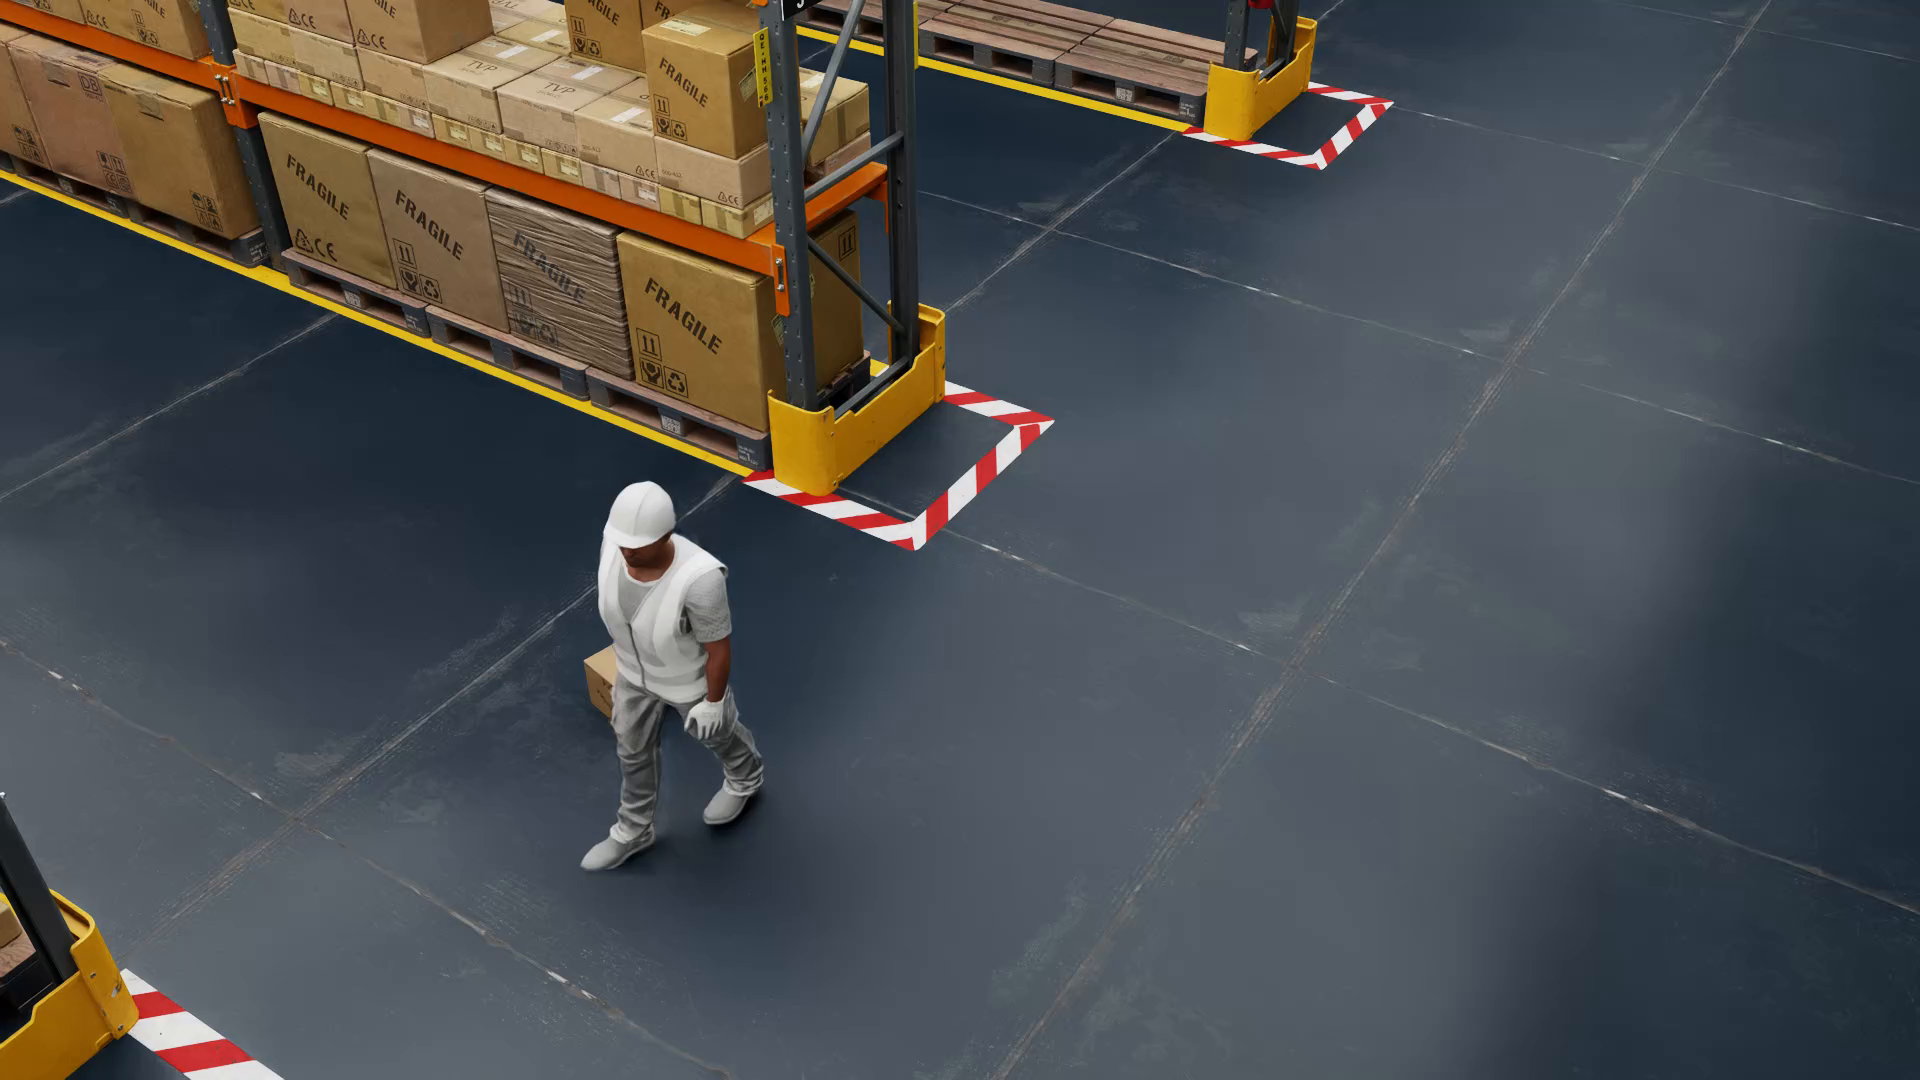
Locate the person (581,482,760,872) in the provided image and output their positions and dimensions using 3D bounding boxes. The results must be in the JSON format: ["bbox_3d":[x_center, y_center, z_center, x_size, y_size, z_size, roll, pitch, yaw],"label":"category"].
[{"bbox_3d":[-1.055,0.487,6.052,0.611,1.807,0.698,20,42,23],"label":"person"}]
